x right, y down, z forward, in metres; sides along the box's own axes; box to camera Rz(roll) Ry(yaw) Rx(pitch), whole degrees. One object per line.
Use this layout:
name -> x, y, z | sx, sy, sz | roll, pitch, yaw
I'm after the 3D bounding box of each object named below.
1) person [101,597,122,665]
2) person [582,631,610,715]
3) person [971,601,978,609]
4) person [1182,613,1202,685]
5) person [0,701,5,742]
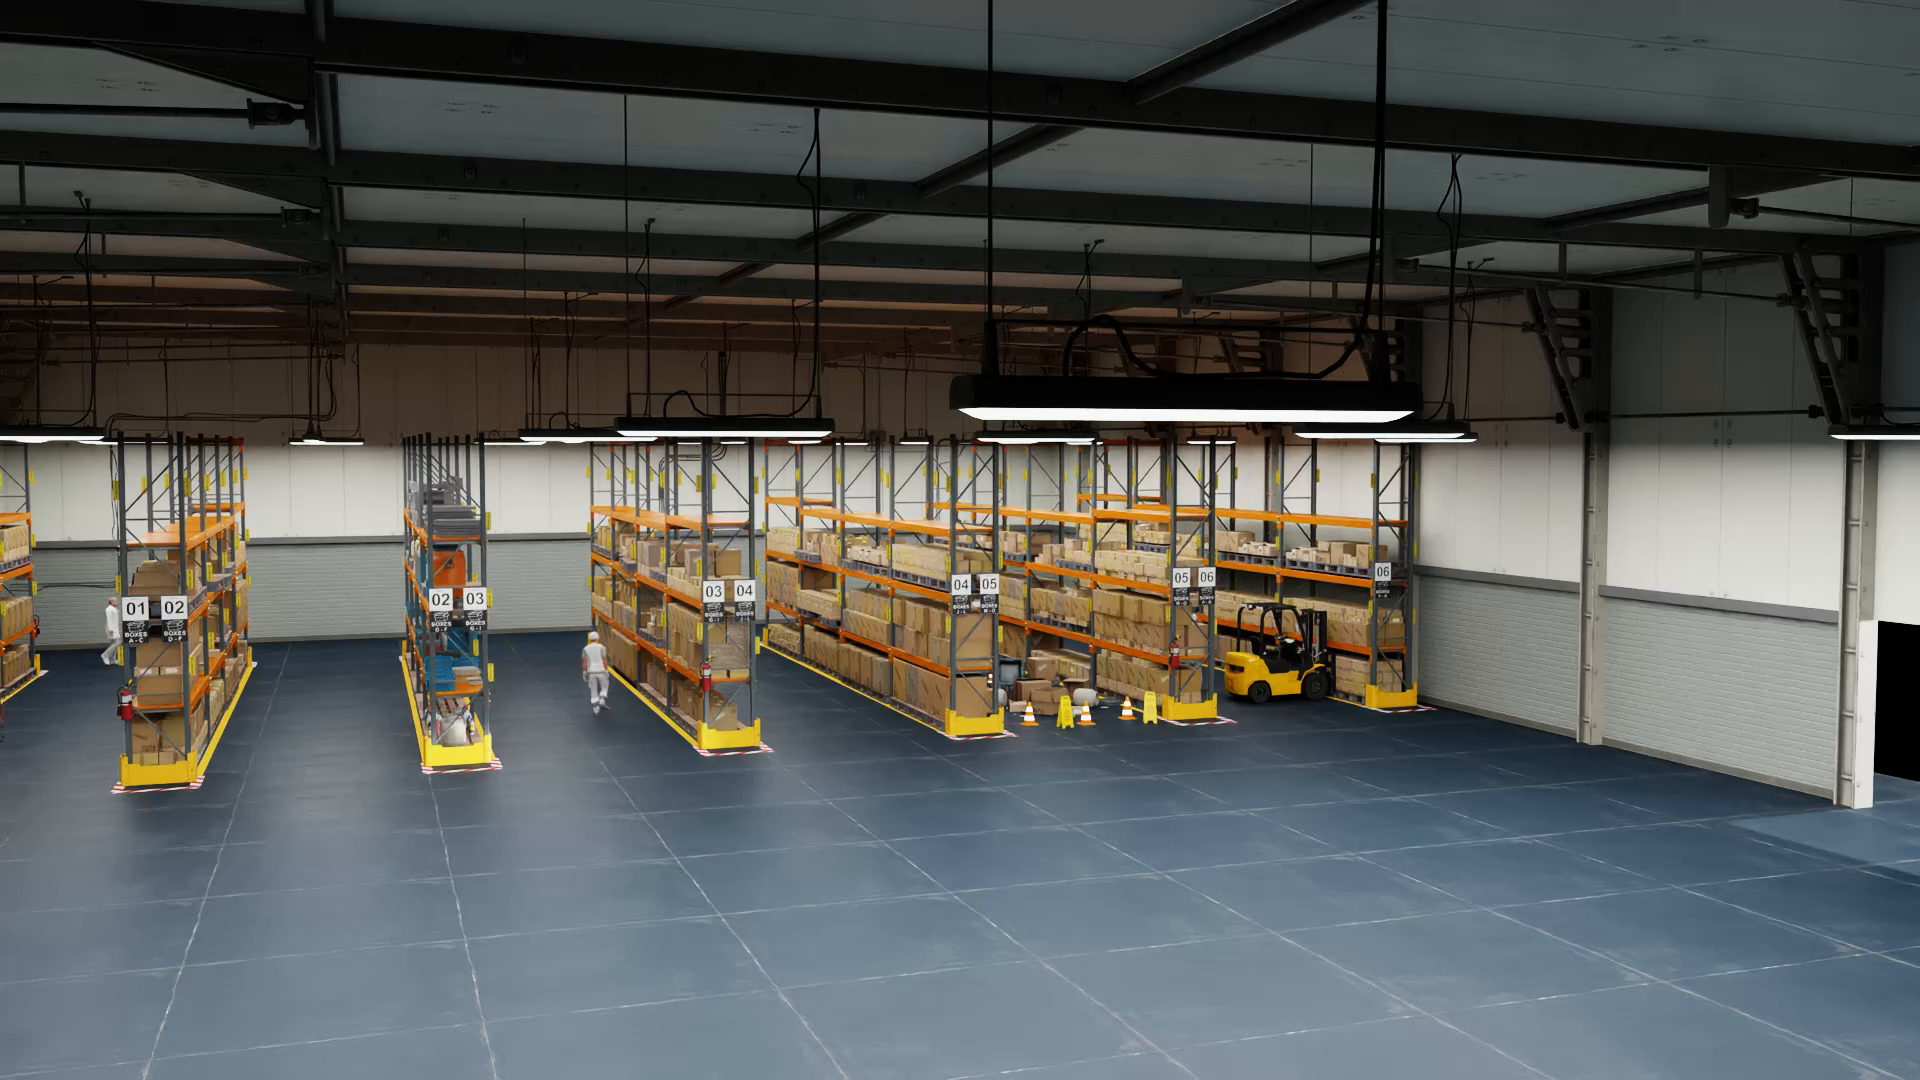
person -> -22.329, 2.388, 43.781 | 0.536, 1.777, 0.611 | -1, 3, -18
person -> -7.803, 2.852, 35.642 | 0.579, 1.780, 0.533 | -1, 3, -9
person -> 0.389, 2.482, 42.969 | 0.615, 1.796, 0.683 | -2, 4, -37
person -> 5.562, 2.655, 39.623 | 0.586, 1.817, 0.556 | -2, 4, -28
person -> -18.779, 3.102, 32.101 | 0.479, 1.656, 0.516 | 0, 3, -4
